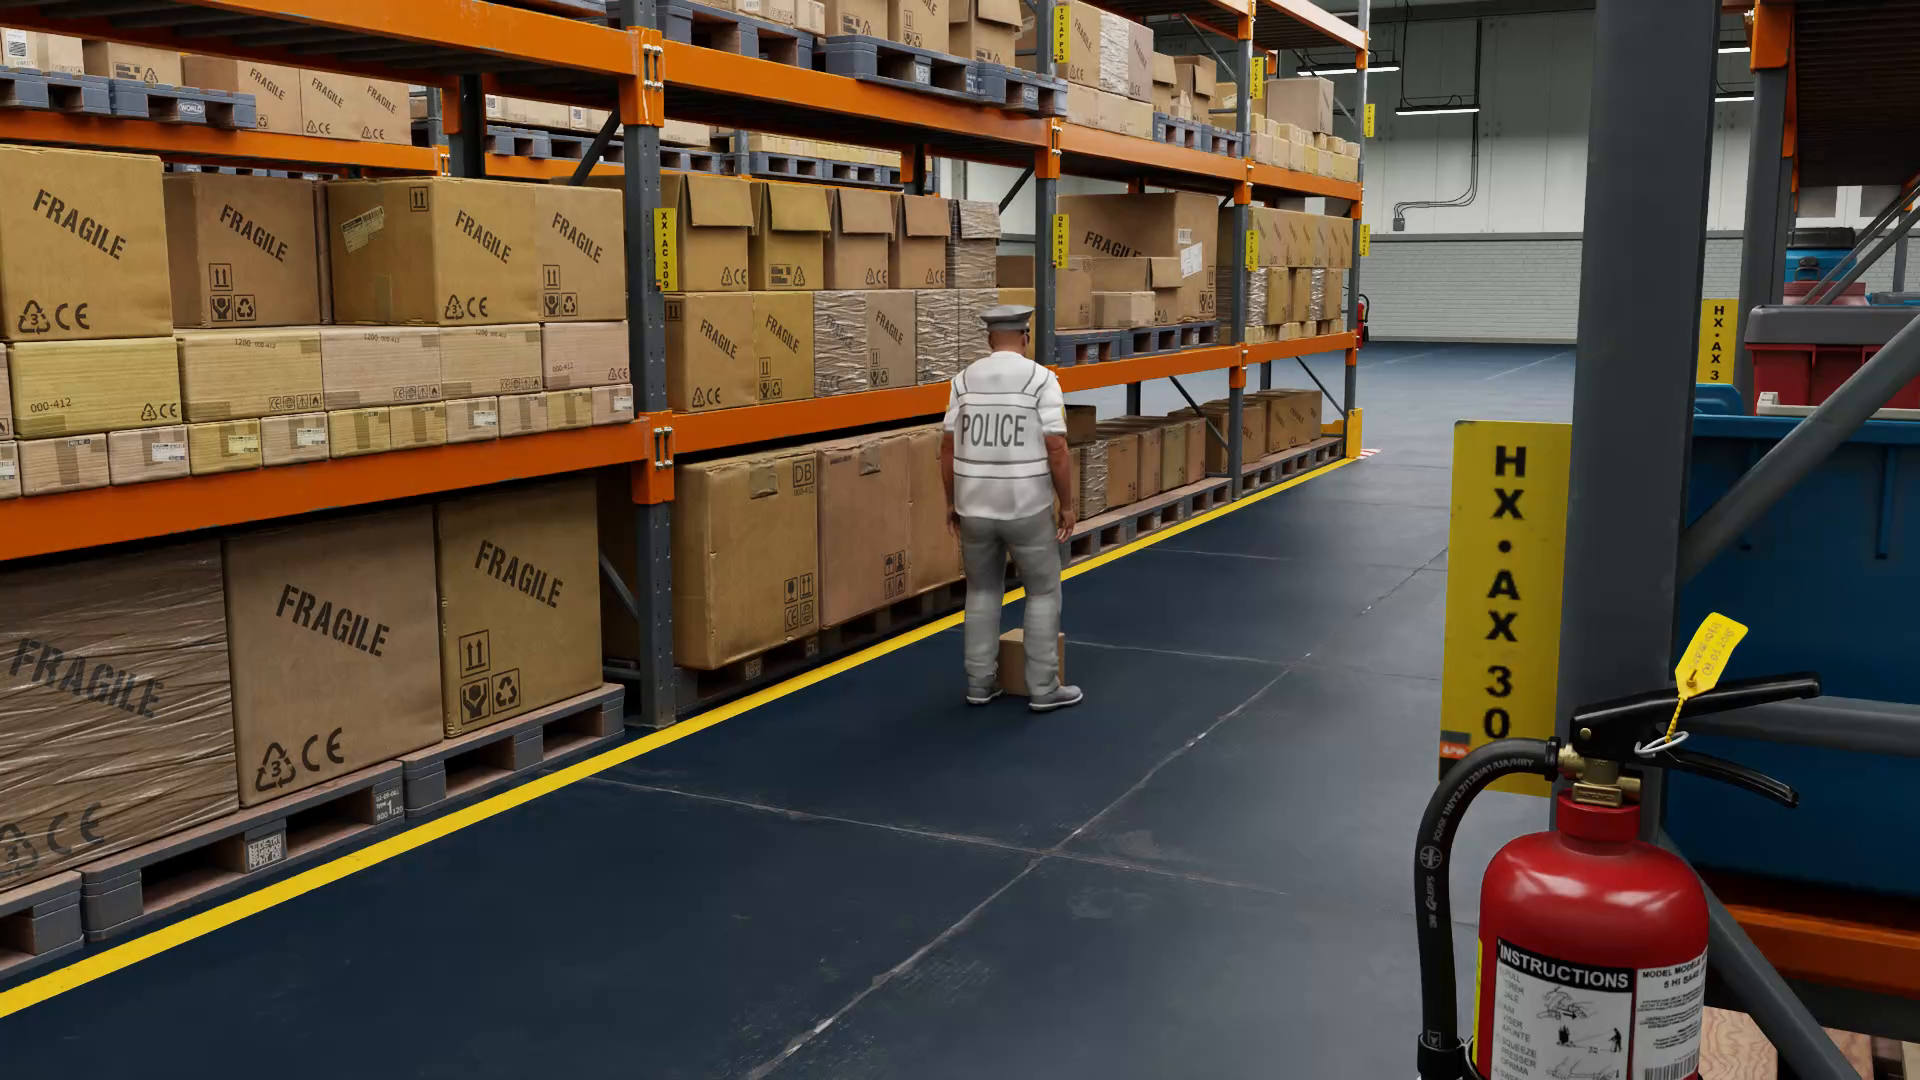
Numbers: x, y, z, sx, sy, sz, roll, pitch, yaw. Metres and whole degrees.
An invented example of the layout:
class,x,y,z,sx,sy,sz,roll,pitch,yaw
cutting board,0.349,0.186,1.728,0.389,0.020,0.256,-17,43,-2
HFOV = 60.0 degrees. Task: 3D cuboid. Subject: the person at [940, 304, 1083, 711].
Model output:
class,x,y,z,sx,sy,sz,roll,pitch,yaw
person,0.208,-0.140,7.227,0.606,1.747,0.439,4,10,22
